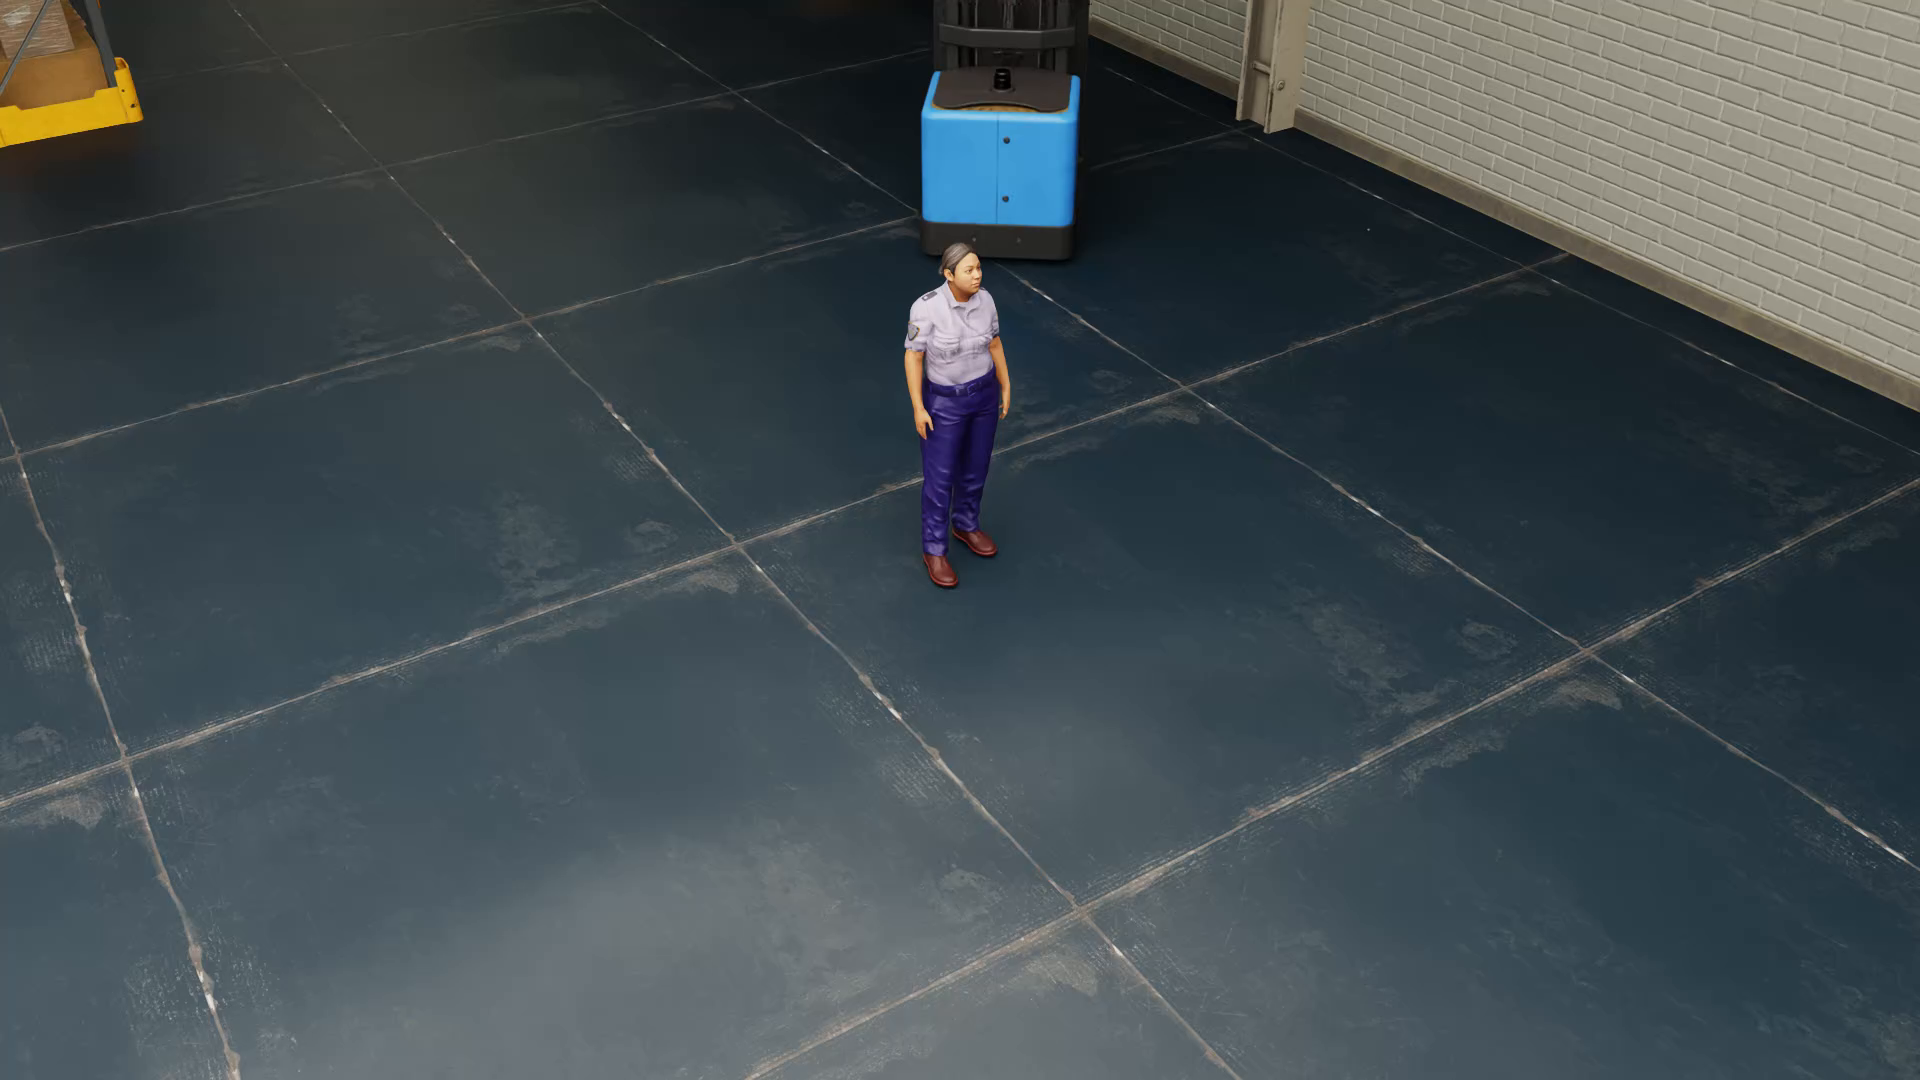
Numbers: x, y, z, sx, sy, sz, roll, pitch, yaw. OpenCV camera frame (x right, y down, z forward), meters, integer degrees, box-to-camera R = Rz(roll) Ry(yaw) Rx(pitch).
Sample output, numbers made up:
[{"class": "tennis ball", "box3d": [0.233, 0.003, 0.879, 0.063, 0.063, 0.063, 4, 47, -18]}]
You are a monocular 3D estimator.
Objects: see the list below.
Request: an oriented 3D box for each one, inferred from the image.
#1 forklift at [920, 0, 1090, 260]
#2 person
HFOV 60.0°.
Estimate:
[{"class": "forklift", "box3d": [0.380, -3.926, 11.735, 1.130, 2.935, 3.031, 3, 35, 4]}, {"class": "person", "box3d": [0.030, -0.629, 8.147, 0.598, 1.651, 0.502, -21, 40, -27]}]
